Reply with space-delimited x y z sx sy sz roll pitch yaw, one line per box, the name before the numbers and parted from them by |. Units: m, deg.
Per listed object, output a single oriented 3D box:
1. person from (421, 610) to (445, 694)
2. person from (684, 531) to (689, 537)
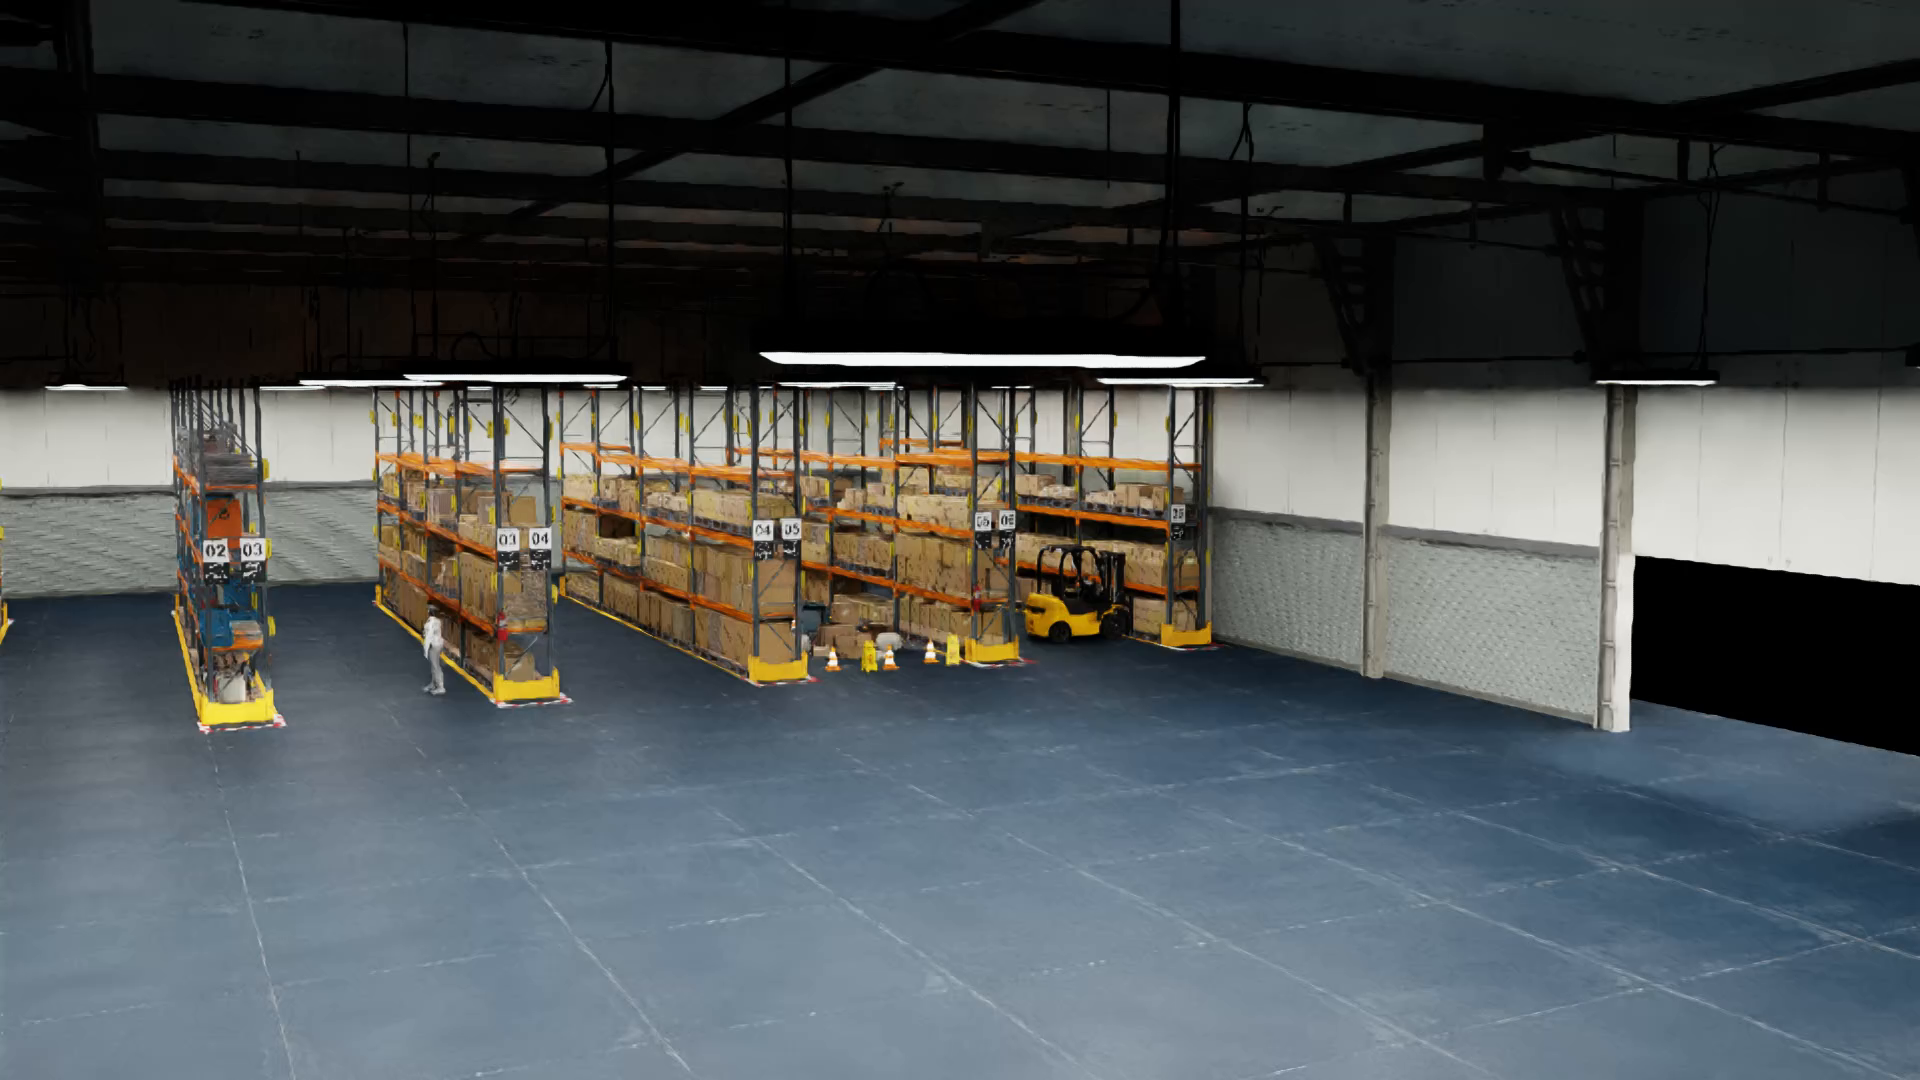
person | -10.059 2.067 31.694 0.542 1.652 0.572 0 5 4
person | -8.261 0.353 51.024 0.642 1.655 0.479 3 6 32
